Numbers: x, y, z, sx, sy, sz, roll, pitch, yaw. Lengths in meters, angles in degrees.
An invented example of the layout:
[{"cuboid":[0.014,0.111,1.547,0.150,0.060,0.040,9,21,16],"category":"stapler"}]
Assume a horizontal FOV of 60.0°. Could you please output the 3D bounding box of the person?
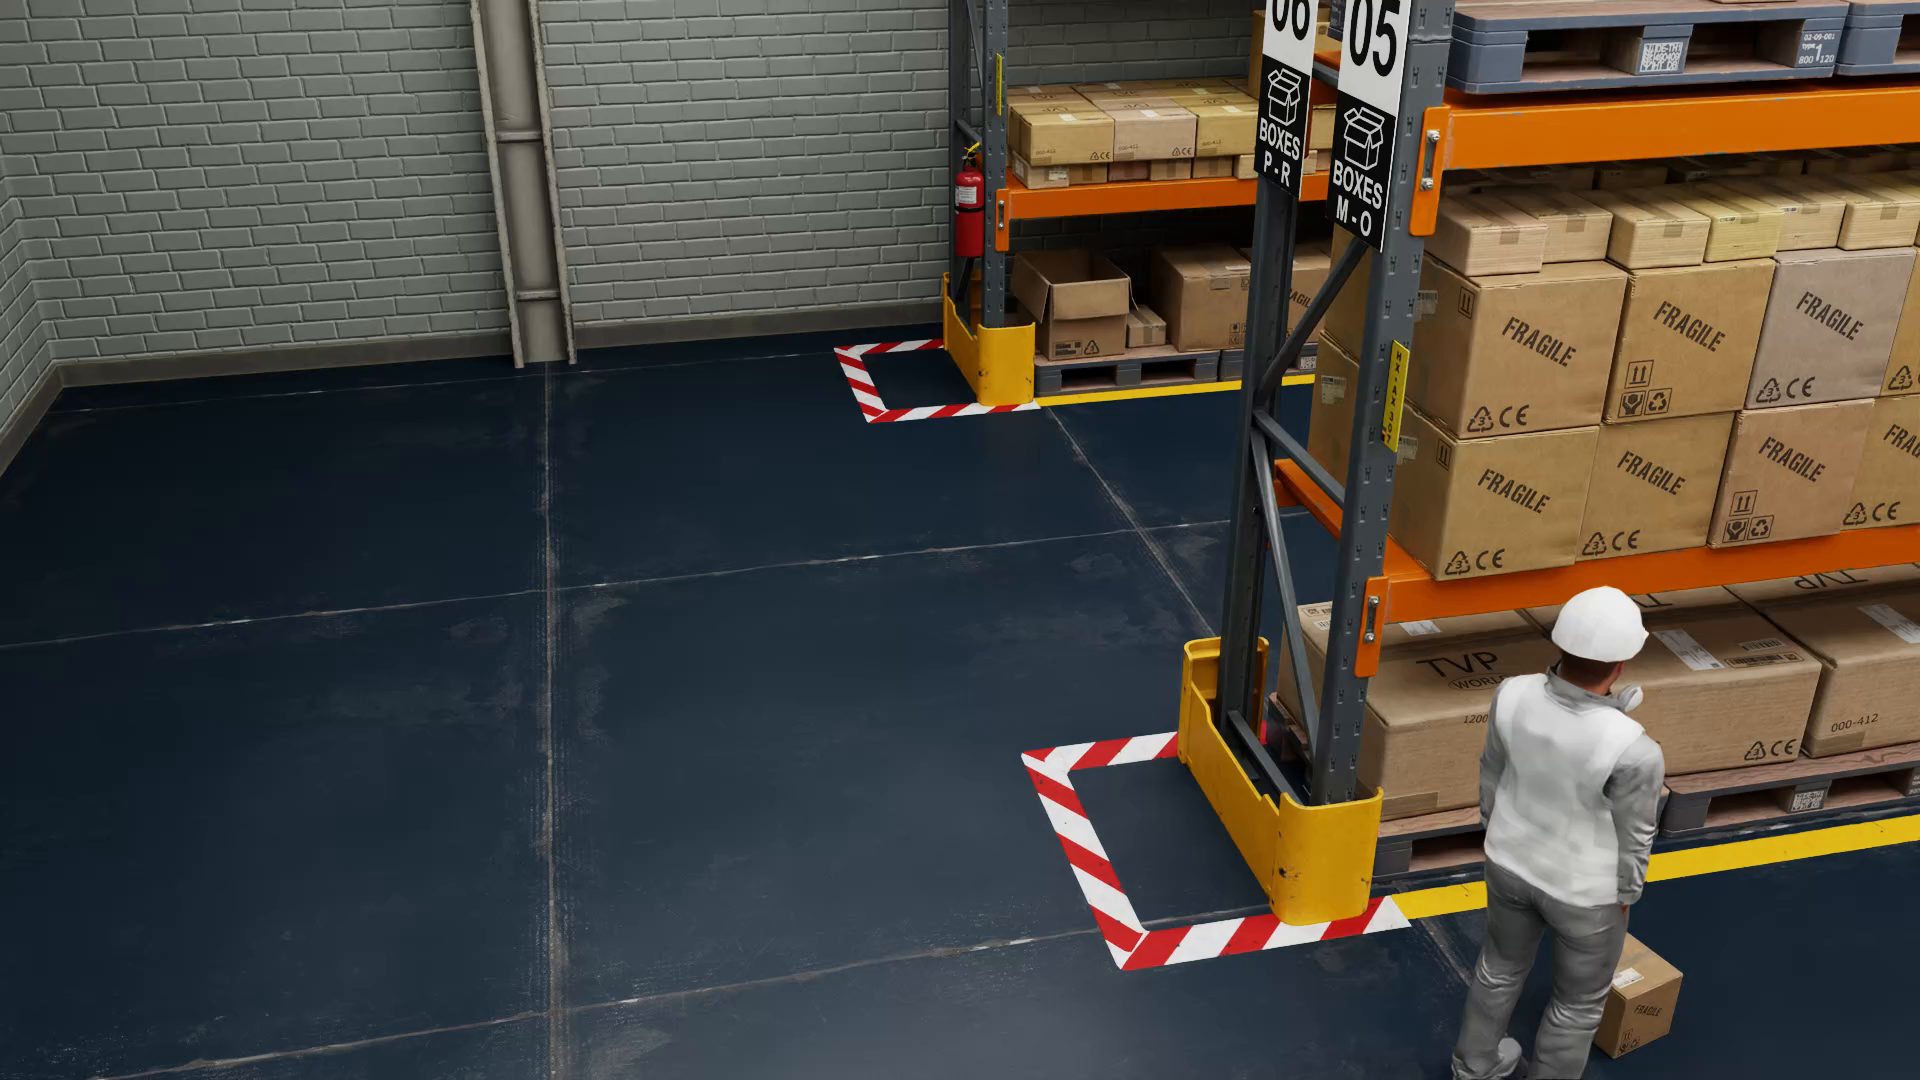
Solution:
[{"cuboid":[1.701,0.925,4.752,0.359,1.766,0.533,-19,32,-34],"category":"person"}]
